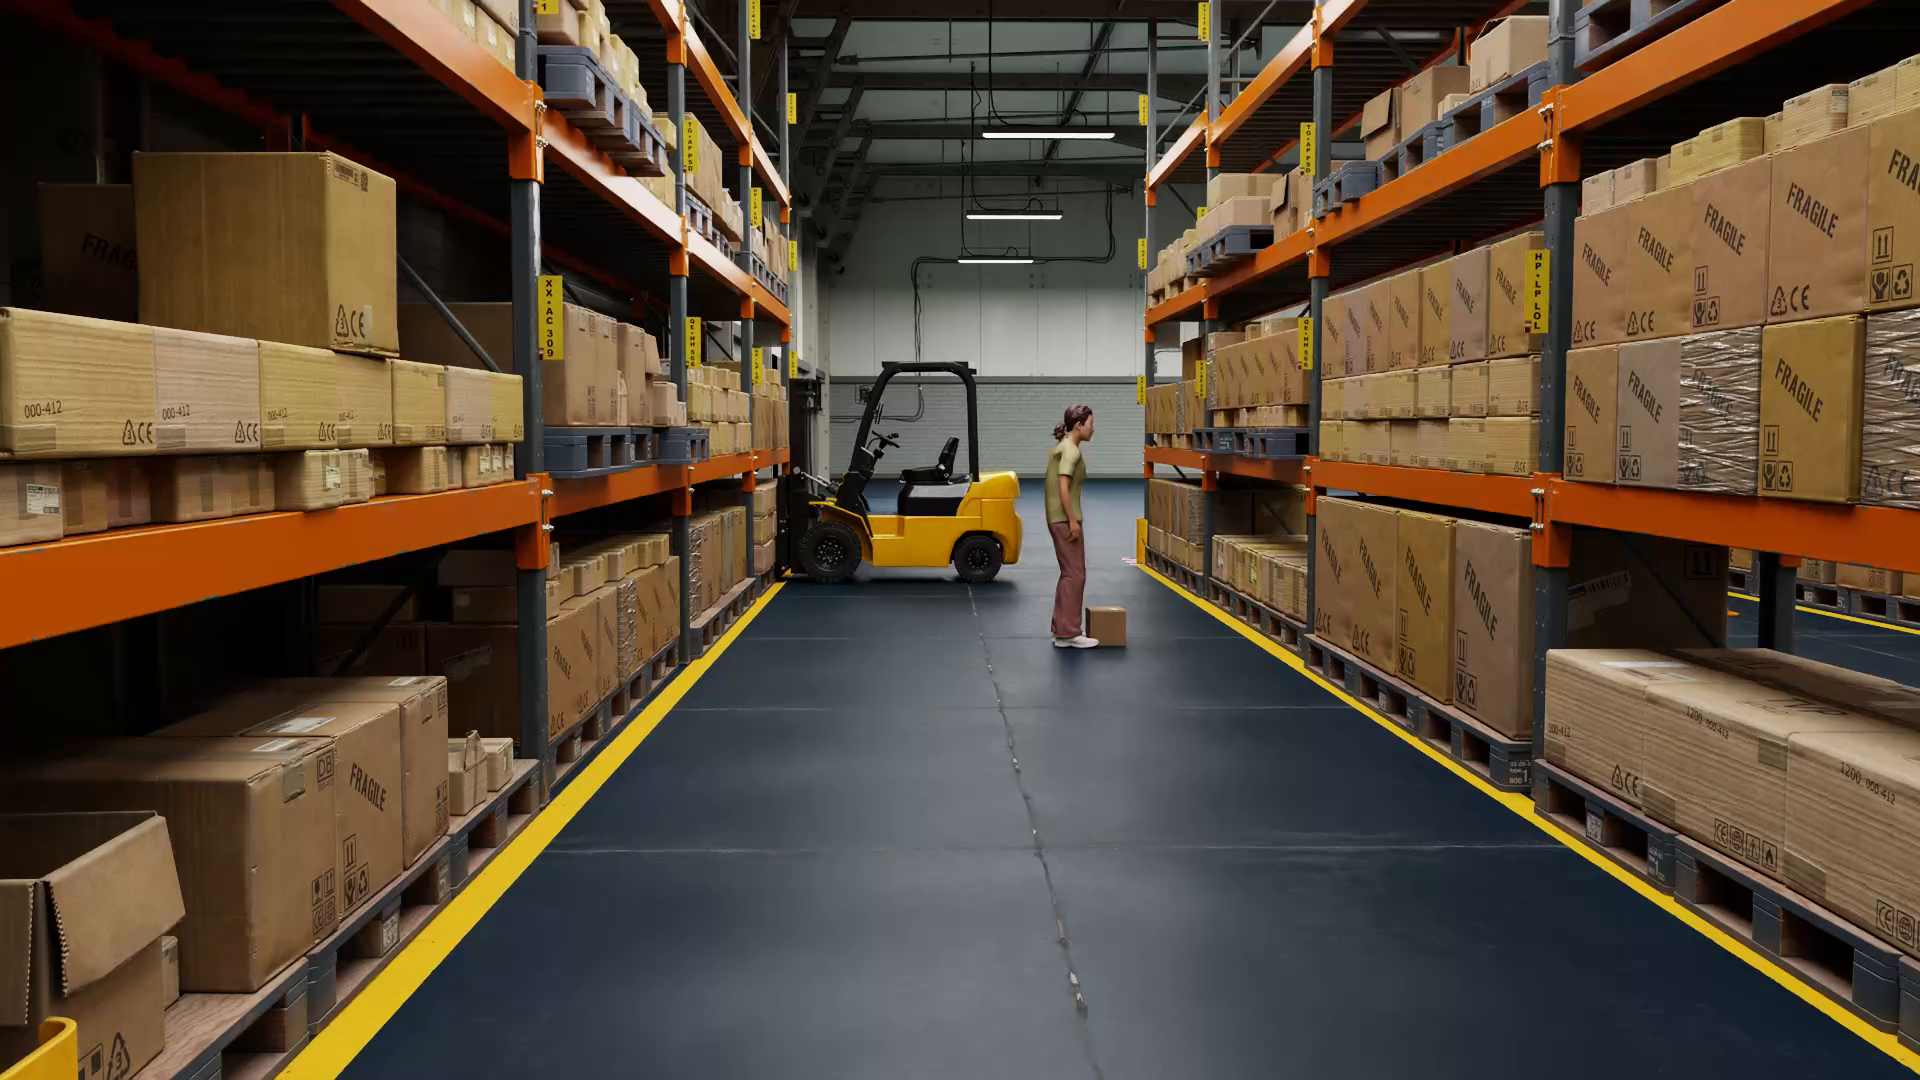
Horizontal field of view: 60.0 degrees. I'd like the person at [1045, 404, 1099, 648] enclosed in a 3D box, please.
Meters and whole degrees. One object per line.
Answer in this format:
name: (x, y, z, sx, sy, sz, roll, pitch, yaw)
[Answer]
person: (0.770, -0.106, 11.546, 0.359, 1.673, 0.498, 0, 4, -1)
